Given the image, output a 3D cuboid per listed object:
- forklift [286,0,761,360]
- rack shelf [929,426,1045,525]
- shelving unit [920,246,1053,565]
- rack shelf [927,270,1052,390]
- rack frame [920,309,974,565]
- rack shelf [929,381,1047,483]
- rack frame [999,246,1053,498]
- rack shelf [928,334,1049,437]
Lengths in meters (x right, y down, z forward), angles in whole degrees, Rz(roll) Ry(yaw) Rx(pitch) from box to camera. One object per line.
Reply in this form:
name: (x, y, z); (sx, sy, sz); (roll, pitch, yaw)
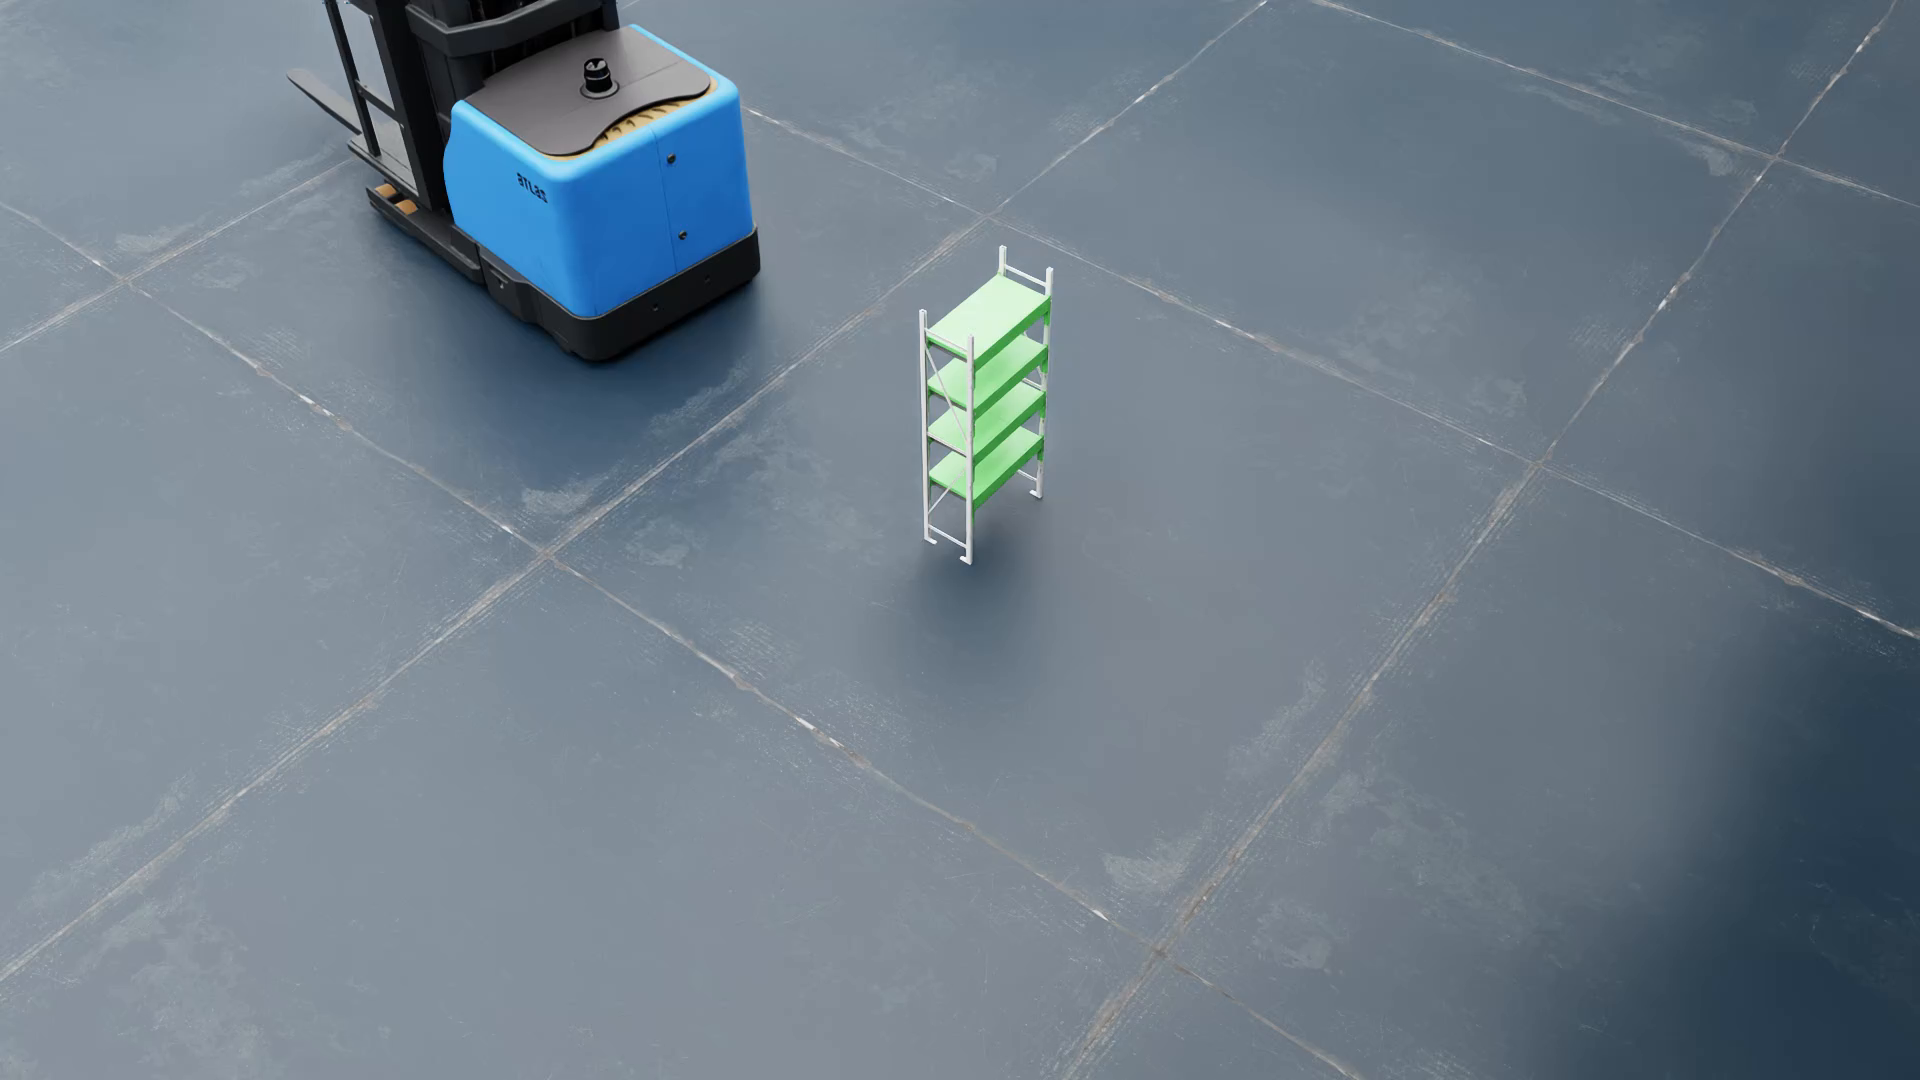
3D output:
forklift: (-2.362, -2.795, 7.558); (1.130, 2.935, 3.031); (-36, 56, -29)
rack shelf: (0.101, -0.299, 6.791); (0.258, 0.148, 0.480); (29, 53, 25)
shelving unit: (0.101, -0.509, 6.571); (0.258, 1.200, 0.503); (29, 53, 25)
rack shelf: (0.101, -0.797, 6.270); (0.258, 0.148, 0.480); (29, 53, 25)
rack frame: (-0.048, -0.370, 6.438); (0.240, 1.200, 0.015); (29, 53, 25)
rack shelf: (0.101, -0.465, 6.618); (0.258, 0.148, 0.480); (29, 53, 25)
rack frame: (0.250, -0.649, 6.705); (0.240, 1.200, 0.015); (29, 53, 25)
rack shelf: (0.101, -0.631, 6.444); (0.258, 0.148, 0.480); (29, 53, 25)
